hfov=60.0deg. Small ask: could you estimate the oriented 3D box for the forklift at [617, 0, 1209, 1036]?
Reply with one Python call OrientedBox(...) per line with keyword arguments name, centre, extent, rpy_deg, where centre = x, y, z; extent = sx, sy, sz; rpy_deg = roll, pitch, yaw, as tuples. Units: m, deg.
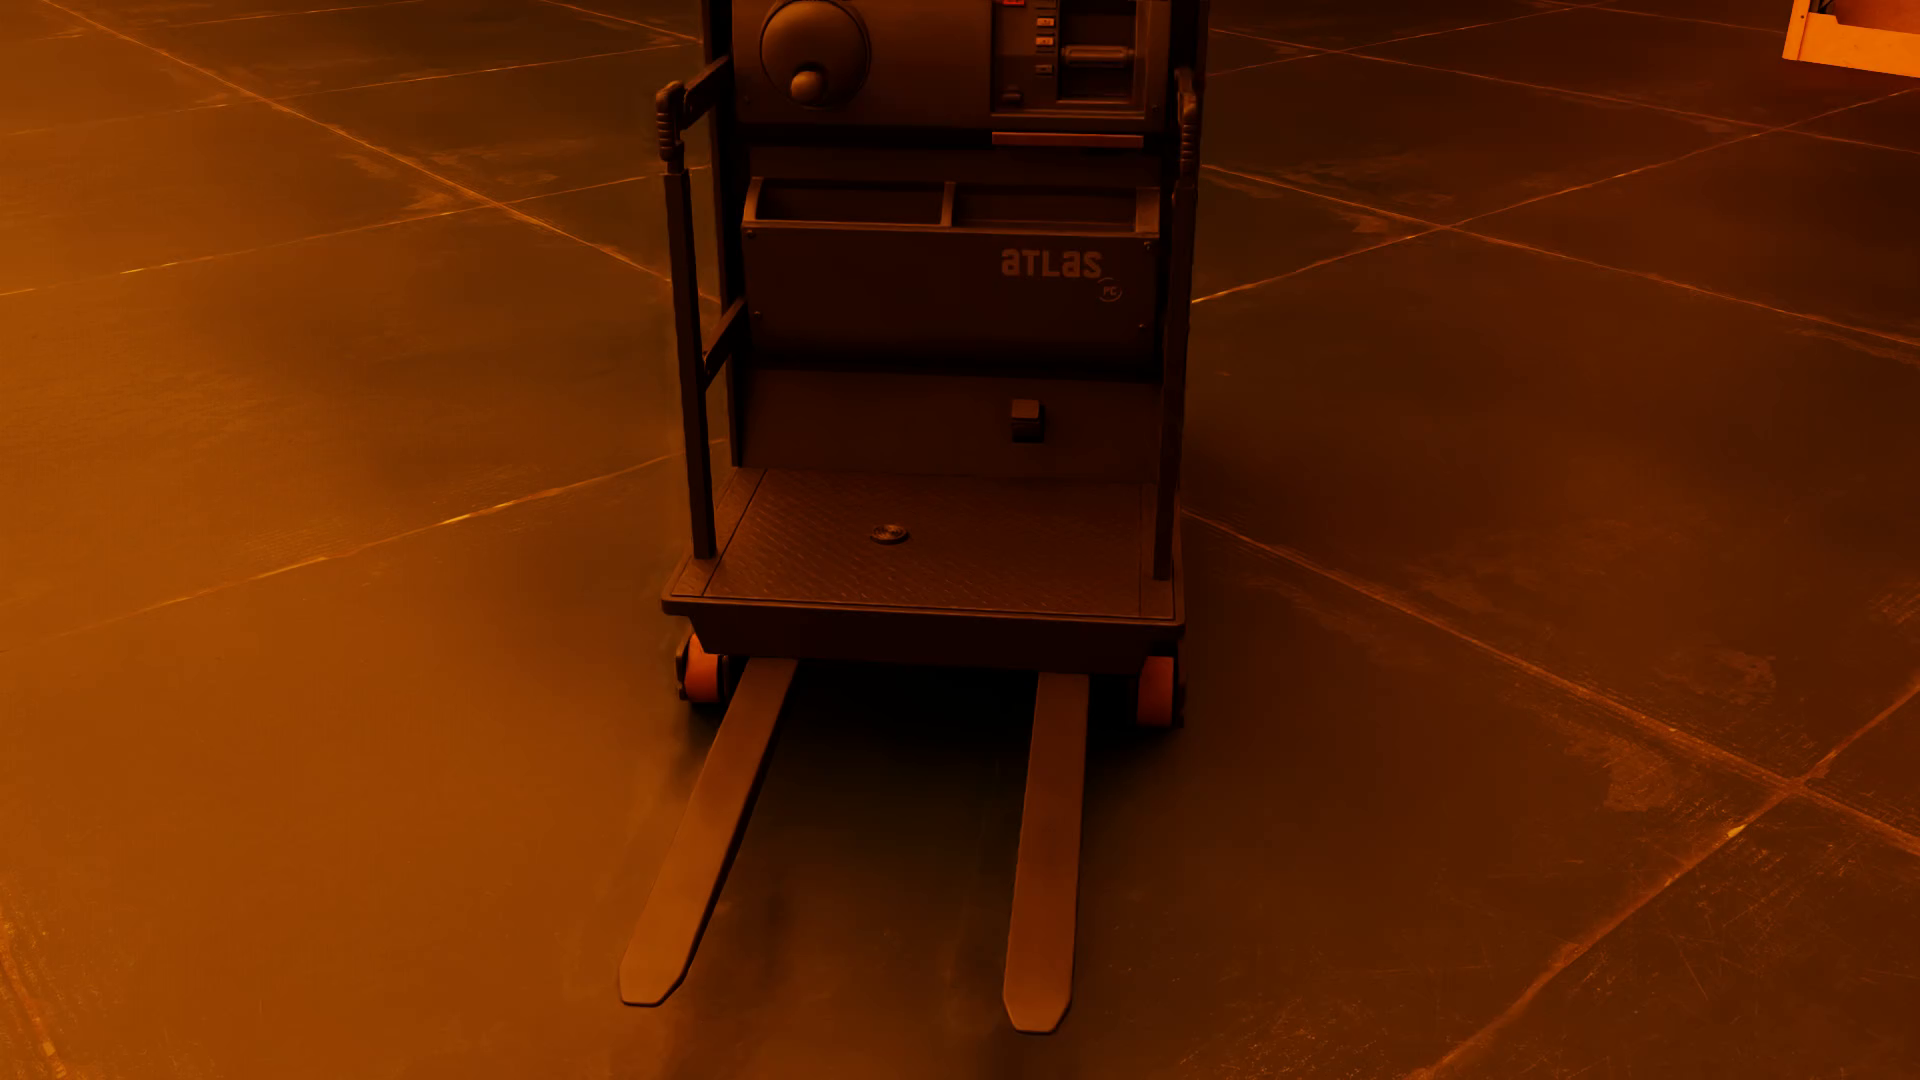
OrientedBox(name="forklift", centre=(-0.039, -1.055, 3.330), extent=(1.130, 2.935, 3.031), rpy_deg=(3, 26, 5))
